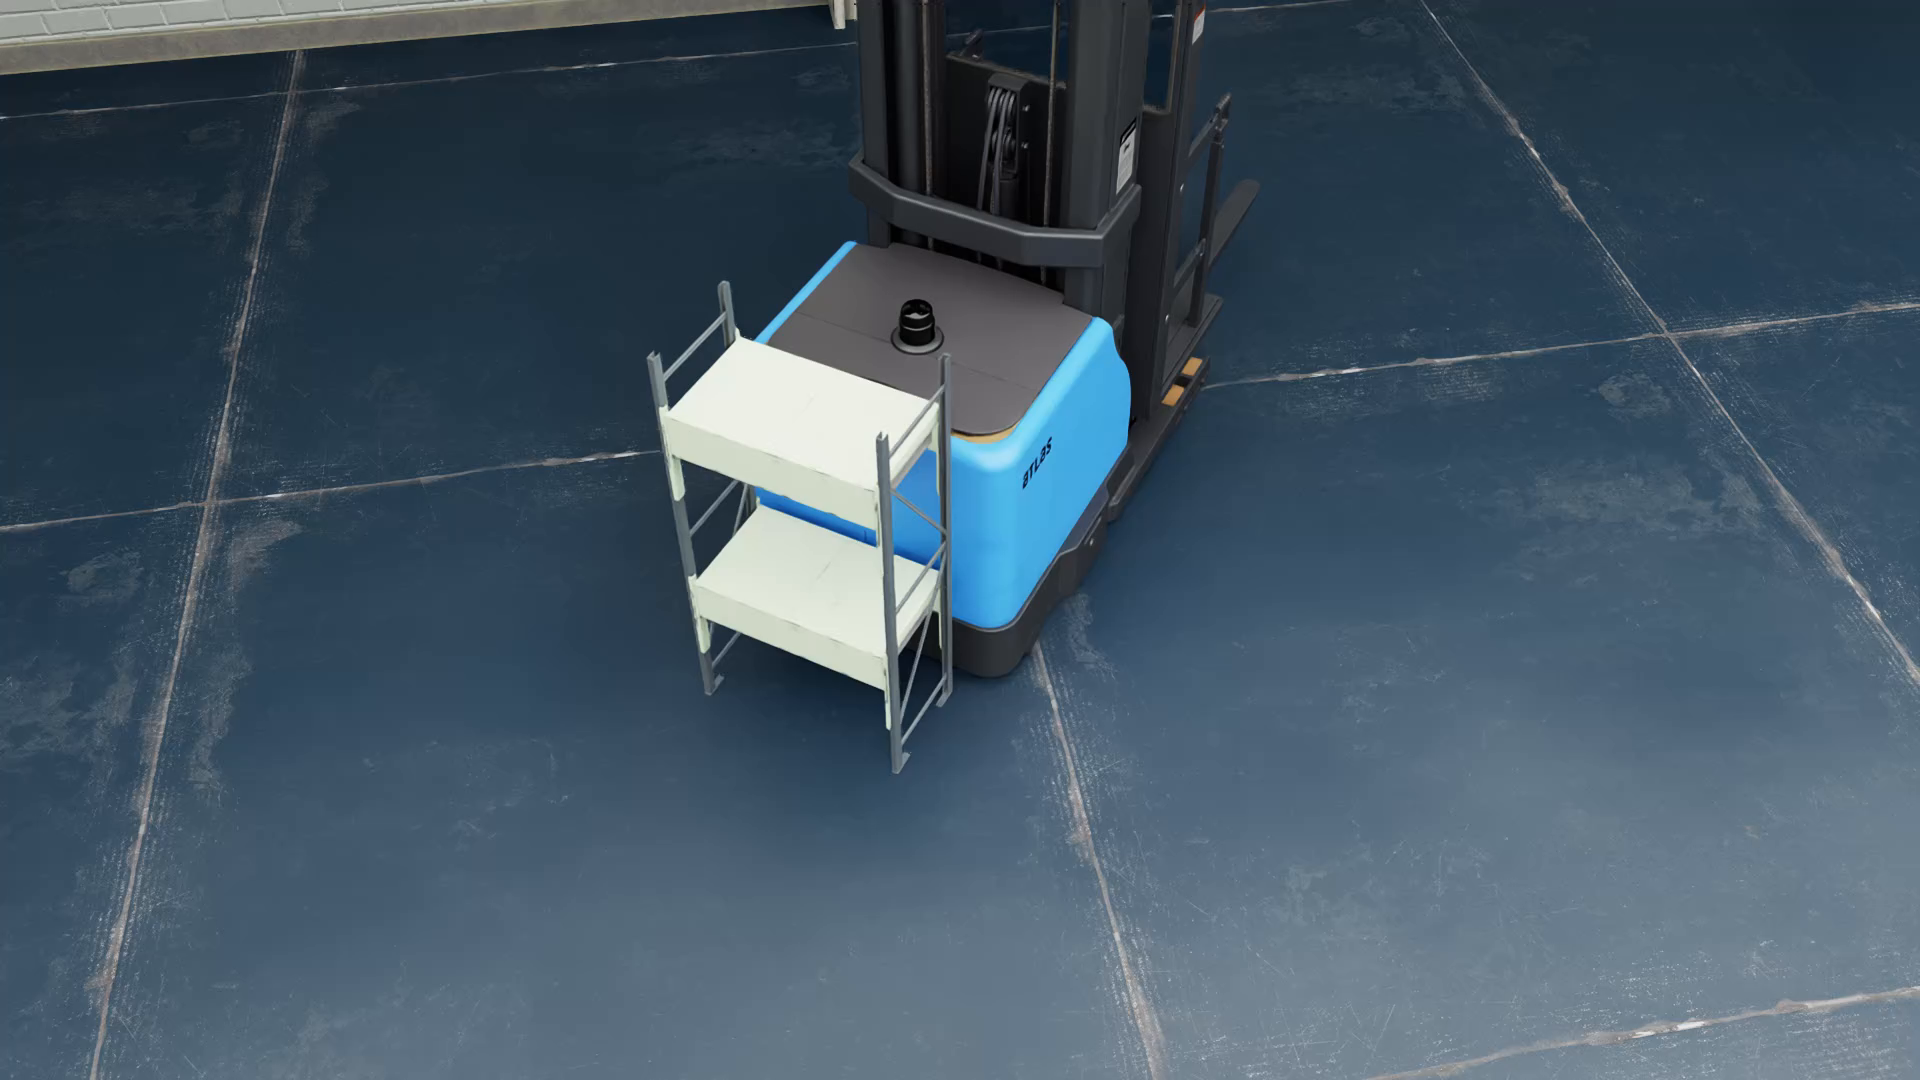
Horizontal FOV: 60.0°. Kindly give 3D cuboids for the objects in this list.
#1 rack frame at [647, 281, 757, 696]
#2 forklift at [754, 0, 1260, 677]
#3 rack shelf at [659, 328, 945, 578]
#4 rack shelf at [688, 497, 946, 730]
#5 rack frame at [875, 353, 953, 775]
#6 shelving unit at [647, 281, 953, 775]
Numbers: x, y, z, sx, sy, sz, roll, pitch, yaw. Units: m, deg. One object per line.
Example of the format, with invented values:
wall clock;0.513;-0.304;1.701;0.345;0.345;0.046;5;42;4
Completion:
rack frame;-0.778;-0.114;5.318;0.023;1.500;0.400;20;49;18
forklift;0.368;-1.613;5.769;1.130;2.935;3.031;20;49;18
rack shelf;-0.452;-0.265;4.922;0.720;0.370;0.431;20;49;18
rack shelf;-0.452;0.232;5.438;0.720;0.370;0.431;20;49;18
rack frame;-0.126;0.125;5.088;0.023;1.500;0.400;20;49;18
shelving unit;-0.452;0.005;5.203;0.755;1.500;0.431;20;49;18
